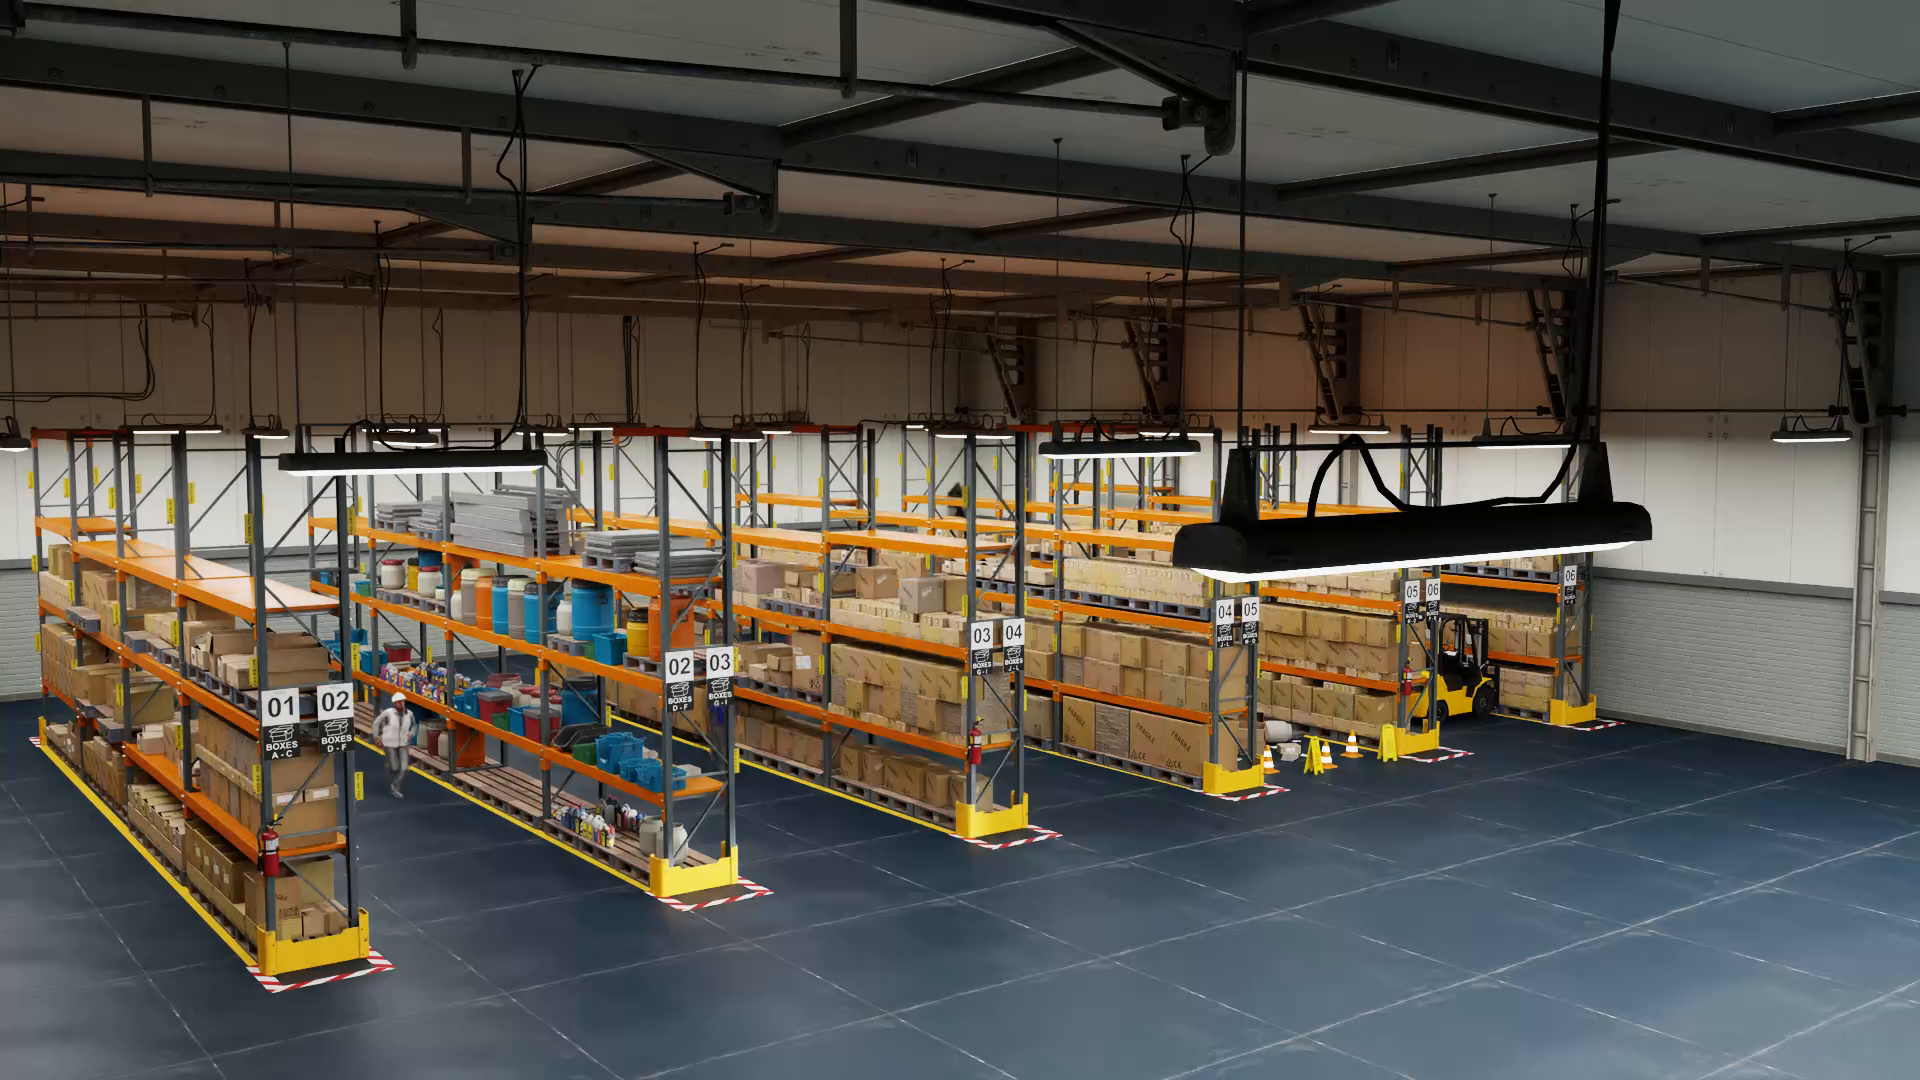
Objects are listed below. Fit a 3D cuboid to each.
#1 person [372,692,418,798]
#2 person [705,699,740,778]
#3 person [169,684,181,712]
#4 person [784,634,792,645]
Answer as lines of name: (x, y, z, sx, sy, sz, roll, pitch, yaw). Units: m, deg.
person: (-9.240, 3.350, 27.250, 0.693, 1.731, 0.684, -3, 6, -36)
person: (-4.079, 3.309, 28.703, 0.611, 1.595, 0.664, -4, 6, -42)
person: (-15.365, 2.939, 32.655, 0.749, 1.765, 0.678, 1, 5, 17)
person: (-4.228, 2.144, 42.798, 0.856, 1.693, 0.579, -3, 5, -29)
